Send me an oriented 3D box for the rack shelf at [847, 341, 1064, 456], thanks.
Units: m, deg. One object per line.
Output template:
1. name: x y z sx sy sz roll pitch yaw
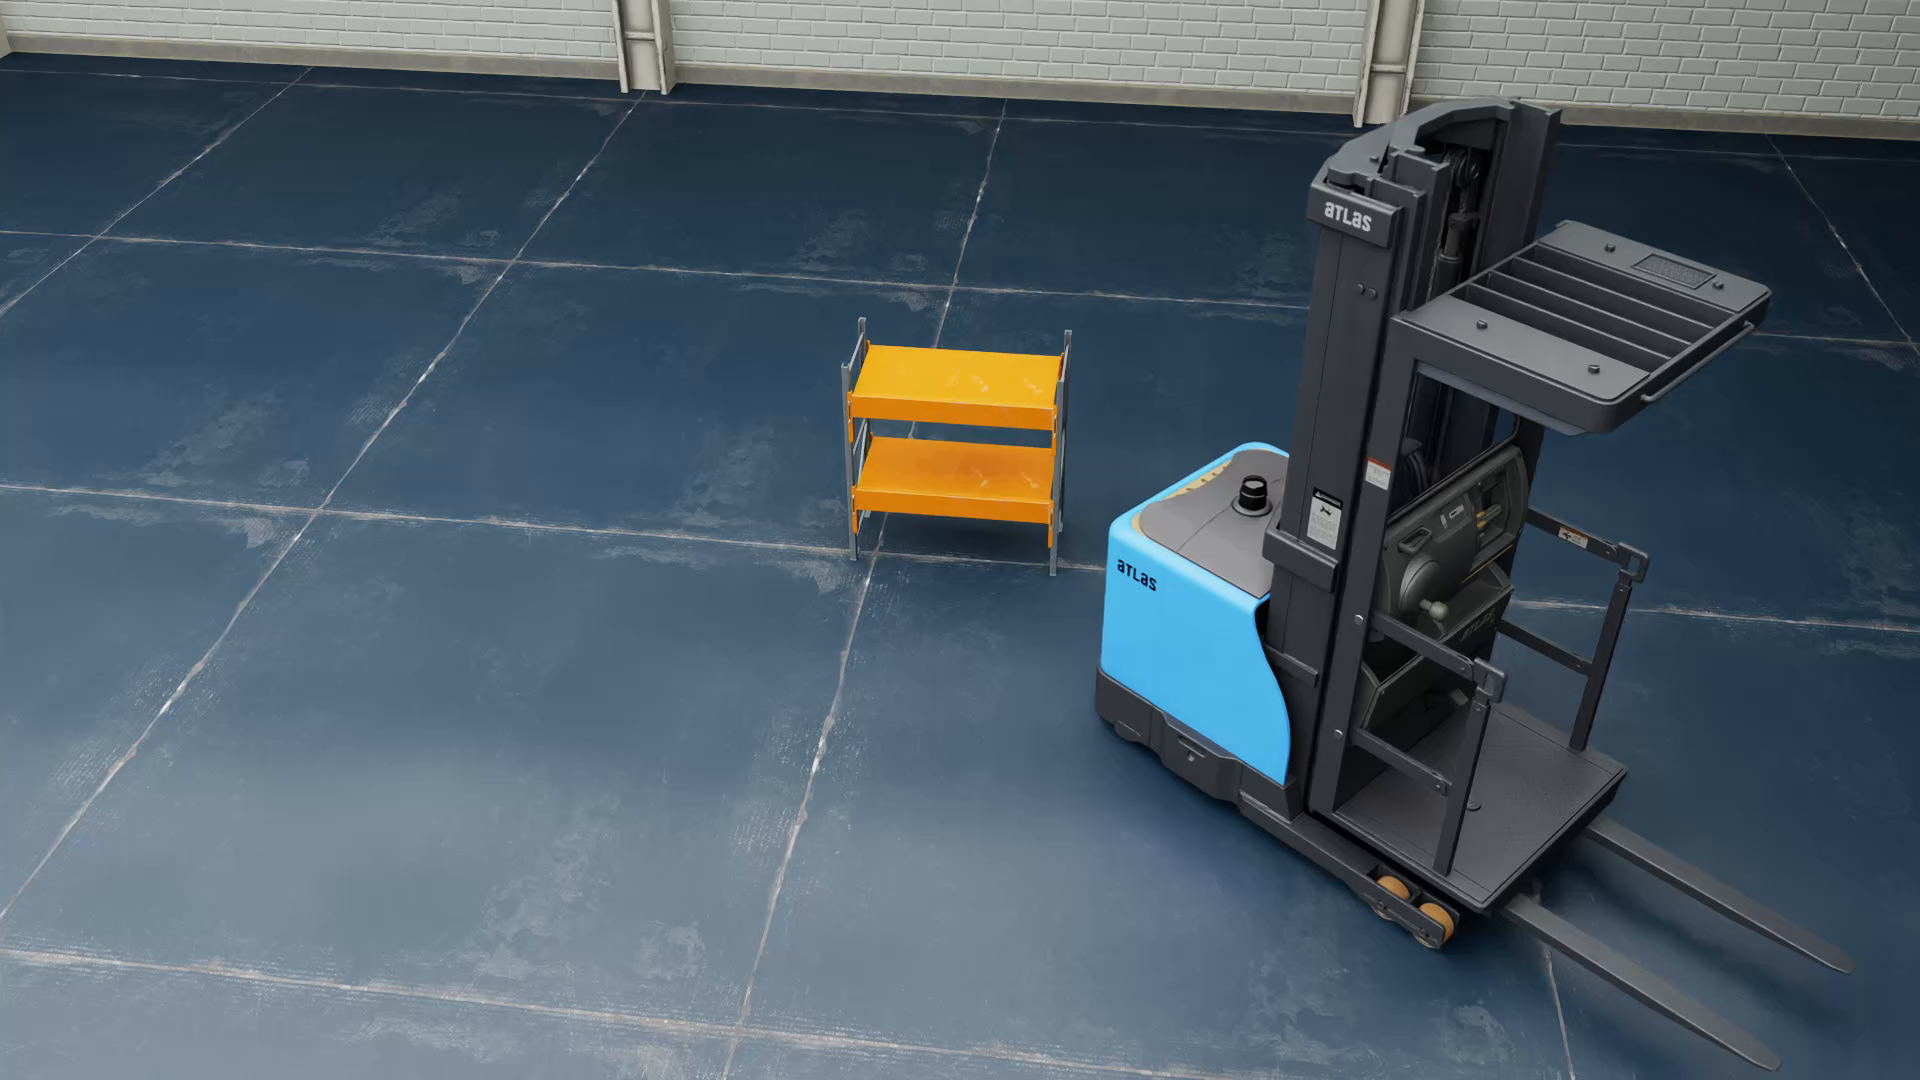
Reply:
1. rack shelf: -0.007 -0.697 8.111 1.000 0.278 0.538 4 36 6

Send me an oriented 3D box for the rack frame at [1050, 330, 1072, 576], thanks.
1. rack frame: 0.498 -0.421 8.228 0.032 1.125 0.500 4 36 6

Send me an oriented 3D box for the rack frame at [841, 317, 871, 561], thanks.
1. rack frame: -0.511 -0.496 8.334 0.032 1.125 0.500 4 36 6

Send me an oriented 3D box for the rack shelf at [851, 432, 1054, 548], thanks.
1. rack shelf: -0.007 -0.259 8.423 1.000 0.278 0.538 4 36 6

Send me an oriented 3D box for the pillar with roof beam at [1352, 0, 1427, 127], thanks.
1. pillar with roof beam: 2.802 -4.535 7.215 0.400 9.000 9.100 4 36 6

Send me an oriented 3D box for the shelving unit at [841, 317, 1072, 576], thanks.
1. shelving unit: -0.007 -0.458 8.281 1.048 1.125 0.538 4 36 6

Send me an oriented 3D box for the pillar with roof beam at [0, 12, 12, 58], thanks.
1. pillar with roof beam: -9.101 -5.423 8.459 0.400 9.000 9.100 4 36 6

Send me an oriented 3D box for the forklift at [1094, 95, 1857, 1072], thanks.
1. forklift: 1.982 0.034 6.036 1.130 2.935 3.031 -29 45 -34

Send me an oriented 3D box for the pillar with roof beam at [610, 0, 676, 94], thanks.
1. pillar with roof beam: -3.150 -4.979 7.837 0.400 9.000 9.100 4 36 6
